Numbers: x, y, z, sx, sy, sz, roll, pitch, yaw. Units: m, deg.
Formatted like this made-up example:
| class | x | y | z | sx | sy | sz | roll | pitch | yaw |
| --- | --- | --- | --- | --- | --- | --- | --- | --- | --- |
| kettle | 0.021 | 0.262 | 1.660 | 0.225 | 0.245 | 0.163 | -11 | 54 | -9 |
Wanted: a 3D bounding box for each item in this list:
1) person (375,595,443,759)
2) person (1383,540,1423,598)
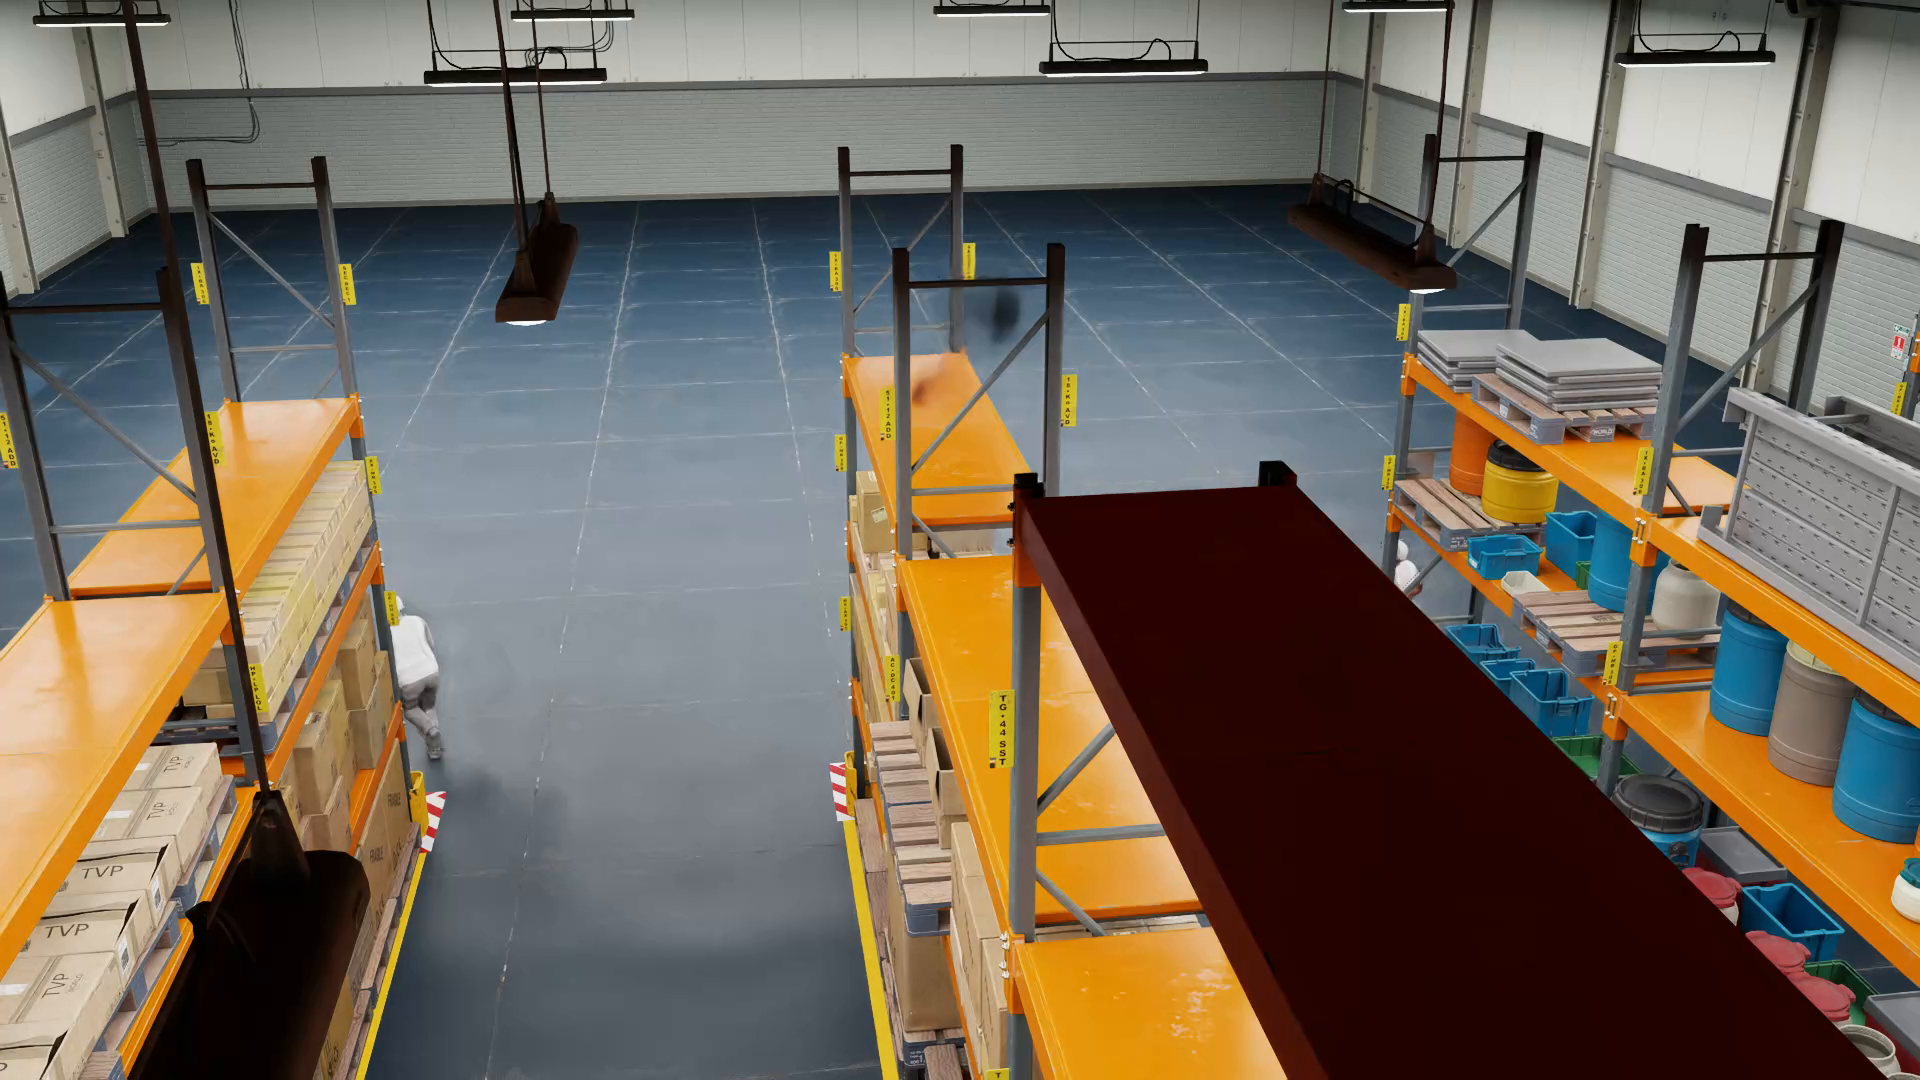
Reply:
| class | x | y | z | sx | sy | sz | roll | pitch | yaw |
| --- | --- | --- | --- | --- | --- | --- | --- | --- | --- |
| person | -5.350 | 1.332 | 16.114 | 0.840 | 1.597 | 0.679 | 19 | 29 | 40 |
| person | 4.483 | 0.833 | 17.248 | 0.956 | 1.760 | 0.666 | 14 | 26 | 31 |
